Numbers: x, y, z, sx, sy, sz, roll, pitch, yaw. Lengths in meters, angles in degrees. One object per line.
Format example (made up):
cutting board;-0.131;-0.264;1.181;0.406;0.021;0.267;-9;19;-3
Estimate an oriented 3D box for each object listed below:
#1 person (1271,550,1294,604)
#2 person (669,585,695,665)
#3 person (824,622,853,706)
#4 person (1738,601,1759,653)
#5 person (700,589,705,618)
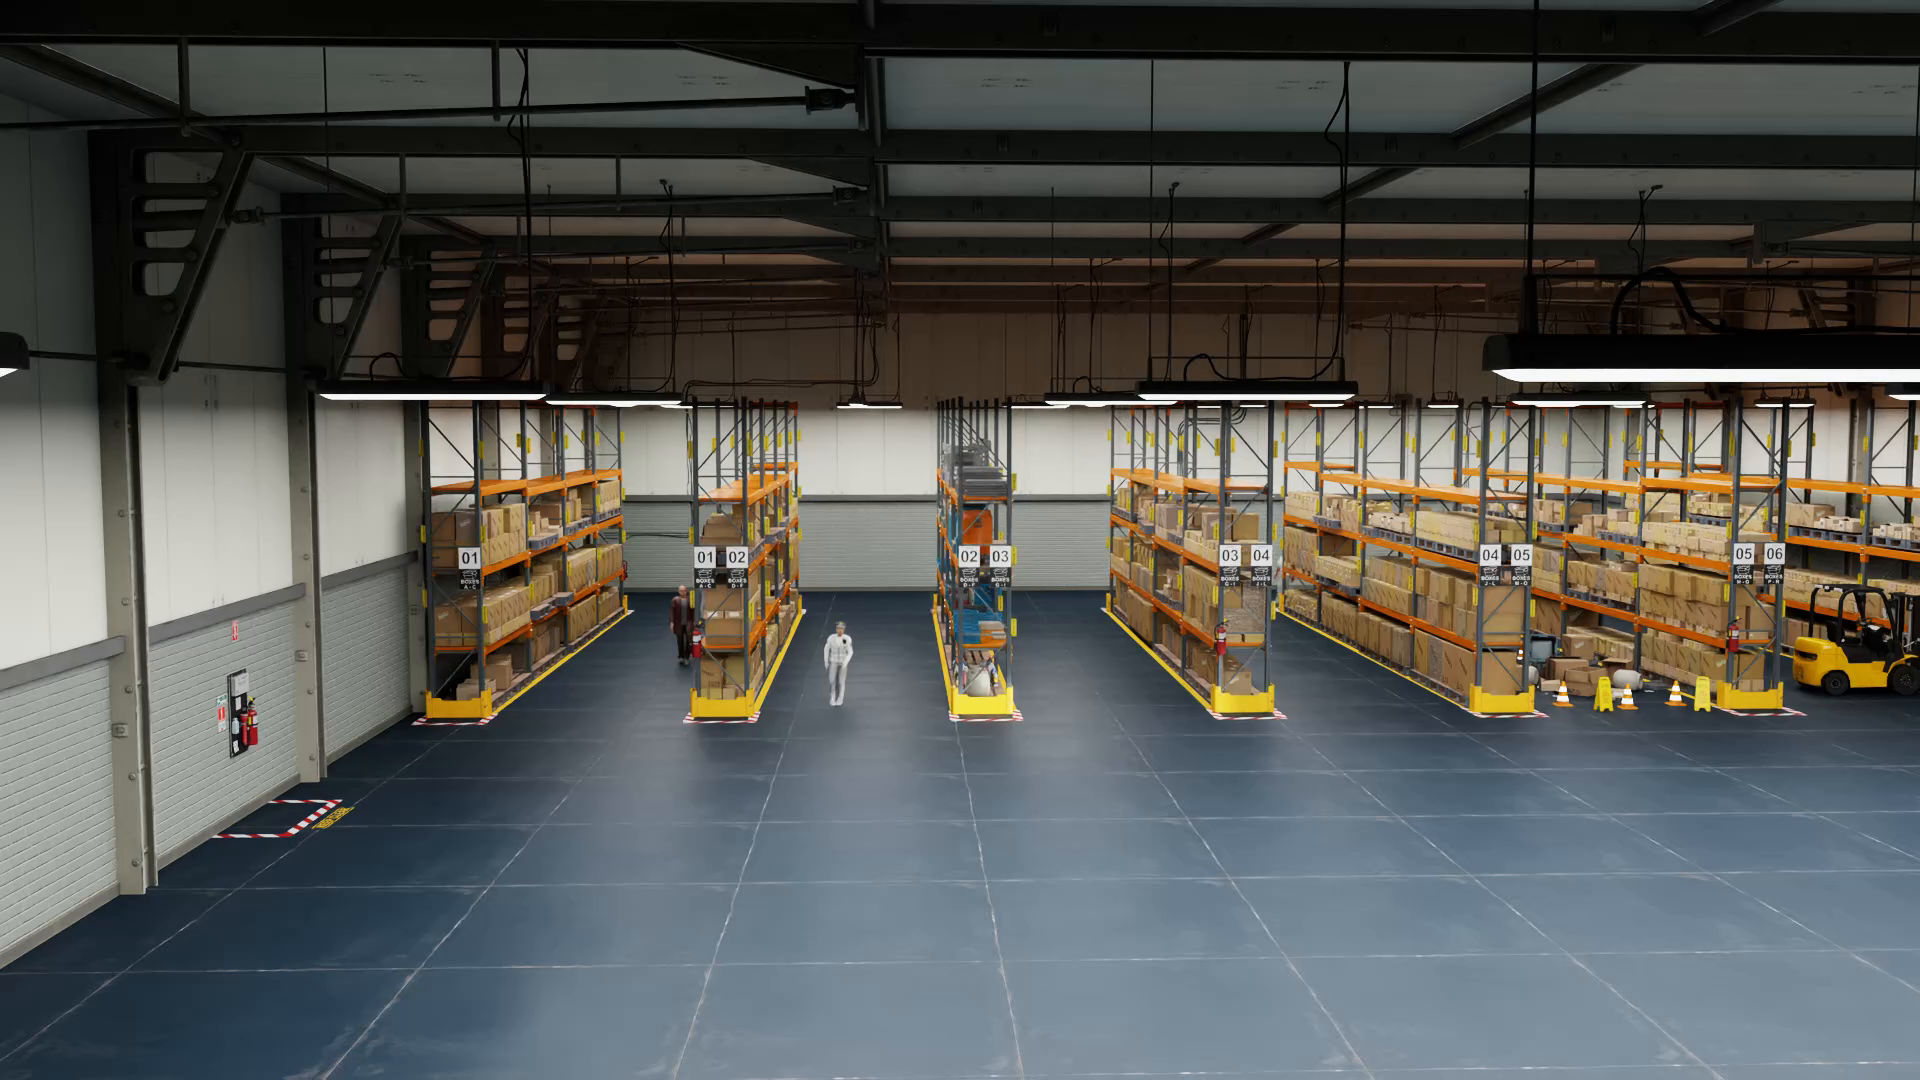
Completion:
person;9.680;1.031;49.537;0.977;1.740;0.536;0;4;-6
person;-6.287;1.955;37.755;0.653;1.833;0.512;-1;5;-14
person;-2.366;2.417;32.383;0.558;1.680;0.504;0;4;-4
person;17.934;1.921;37.842;0.595;1.754;0.706;-1;4;-11
person;-7.006;1.364;45.994;0.537;1.745;0.490;3;5;34
